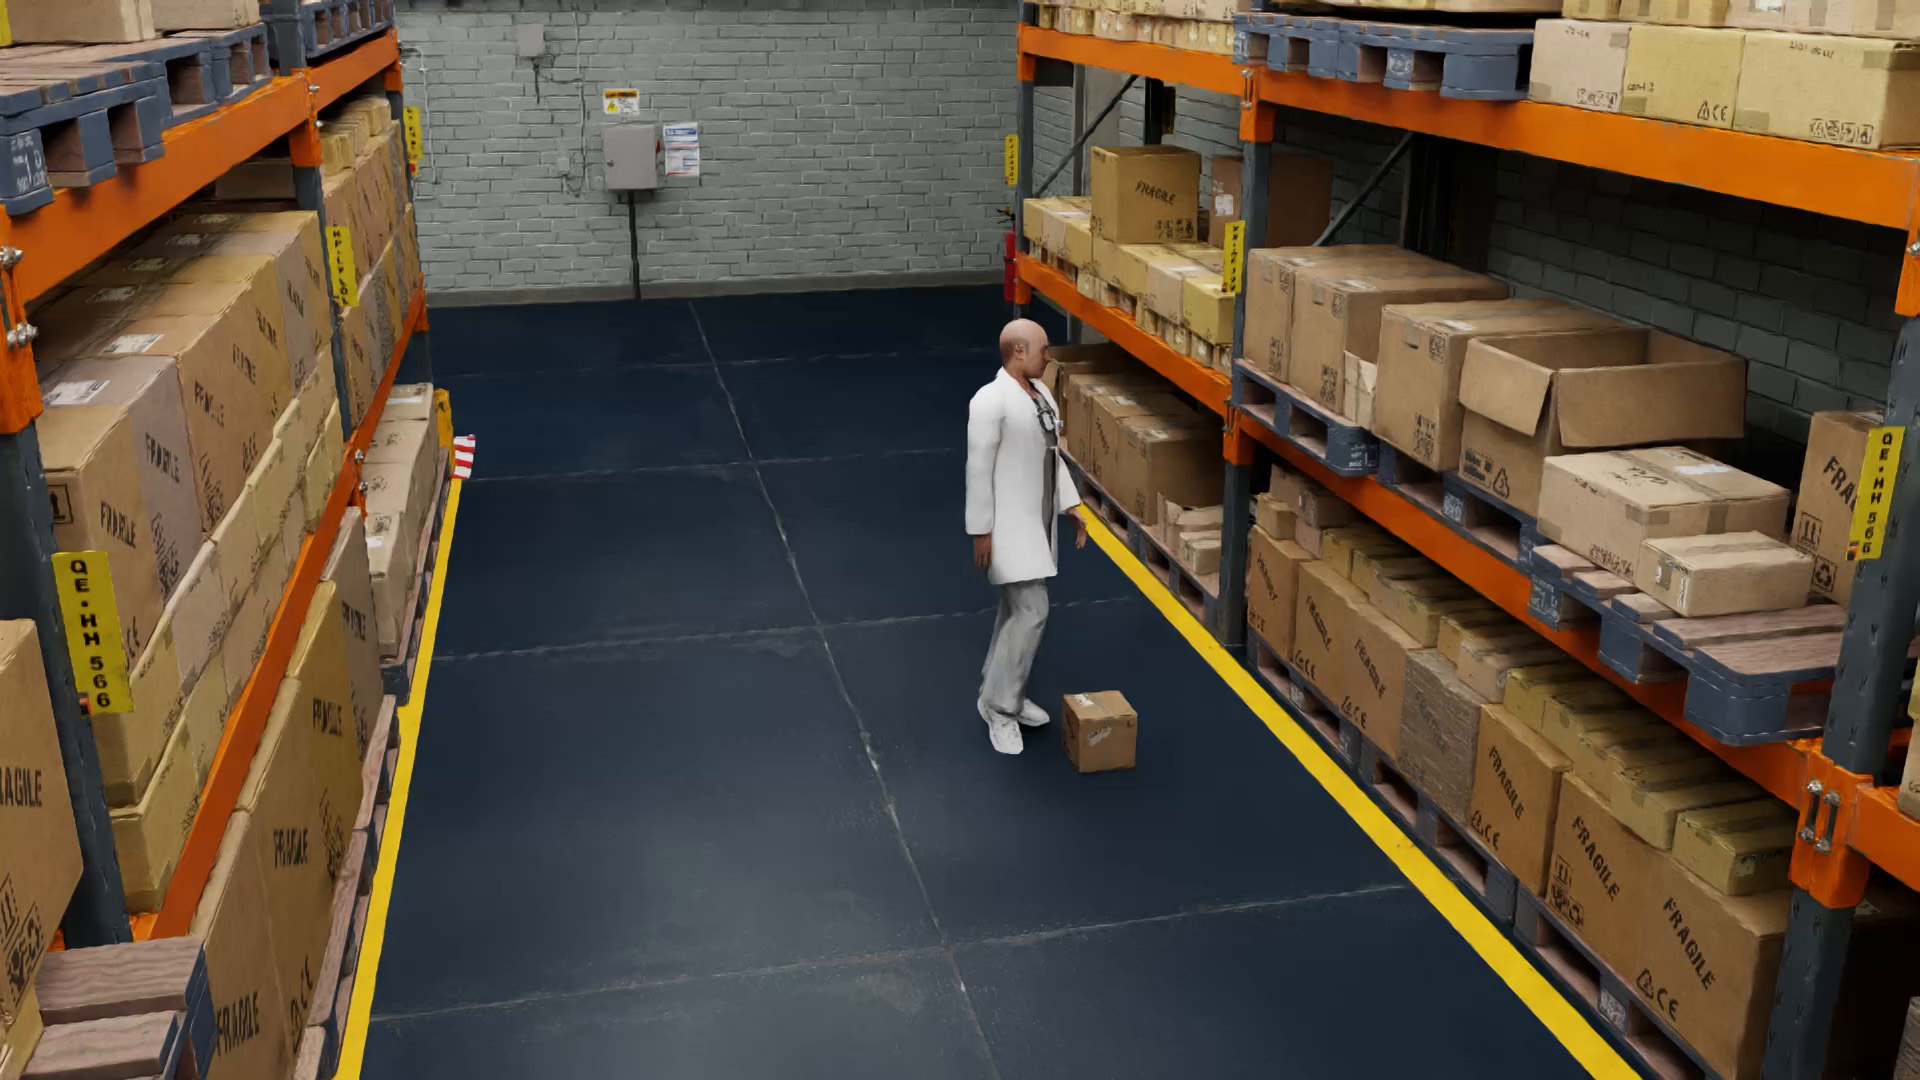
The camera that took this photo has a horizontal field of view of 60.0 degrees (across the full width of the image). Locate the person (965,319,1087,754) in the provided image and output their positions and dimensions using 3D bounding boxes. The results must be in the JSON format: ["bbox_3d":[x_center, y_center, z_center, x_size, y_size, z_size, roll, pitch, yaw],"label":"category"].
[{"bbox_3d":[0.292,-0.048,7.159,0.446,1.770,0.670,10,22,27],"label":"person"}]
